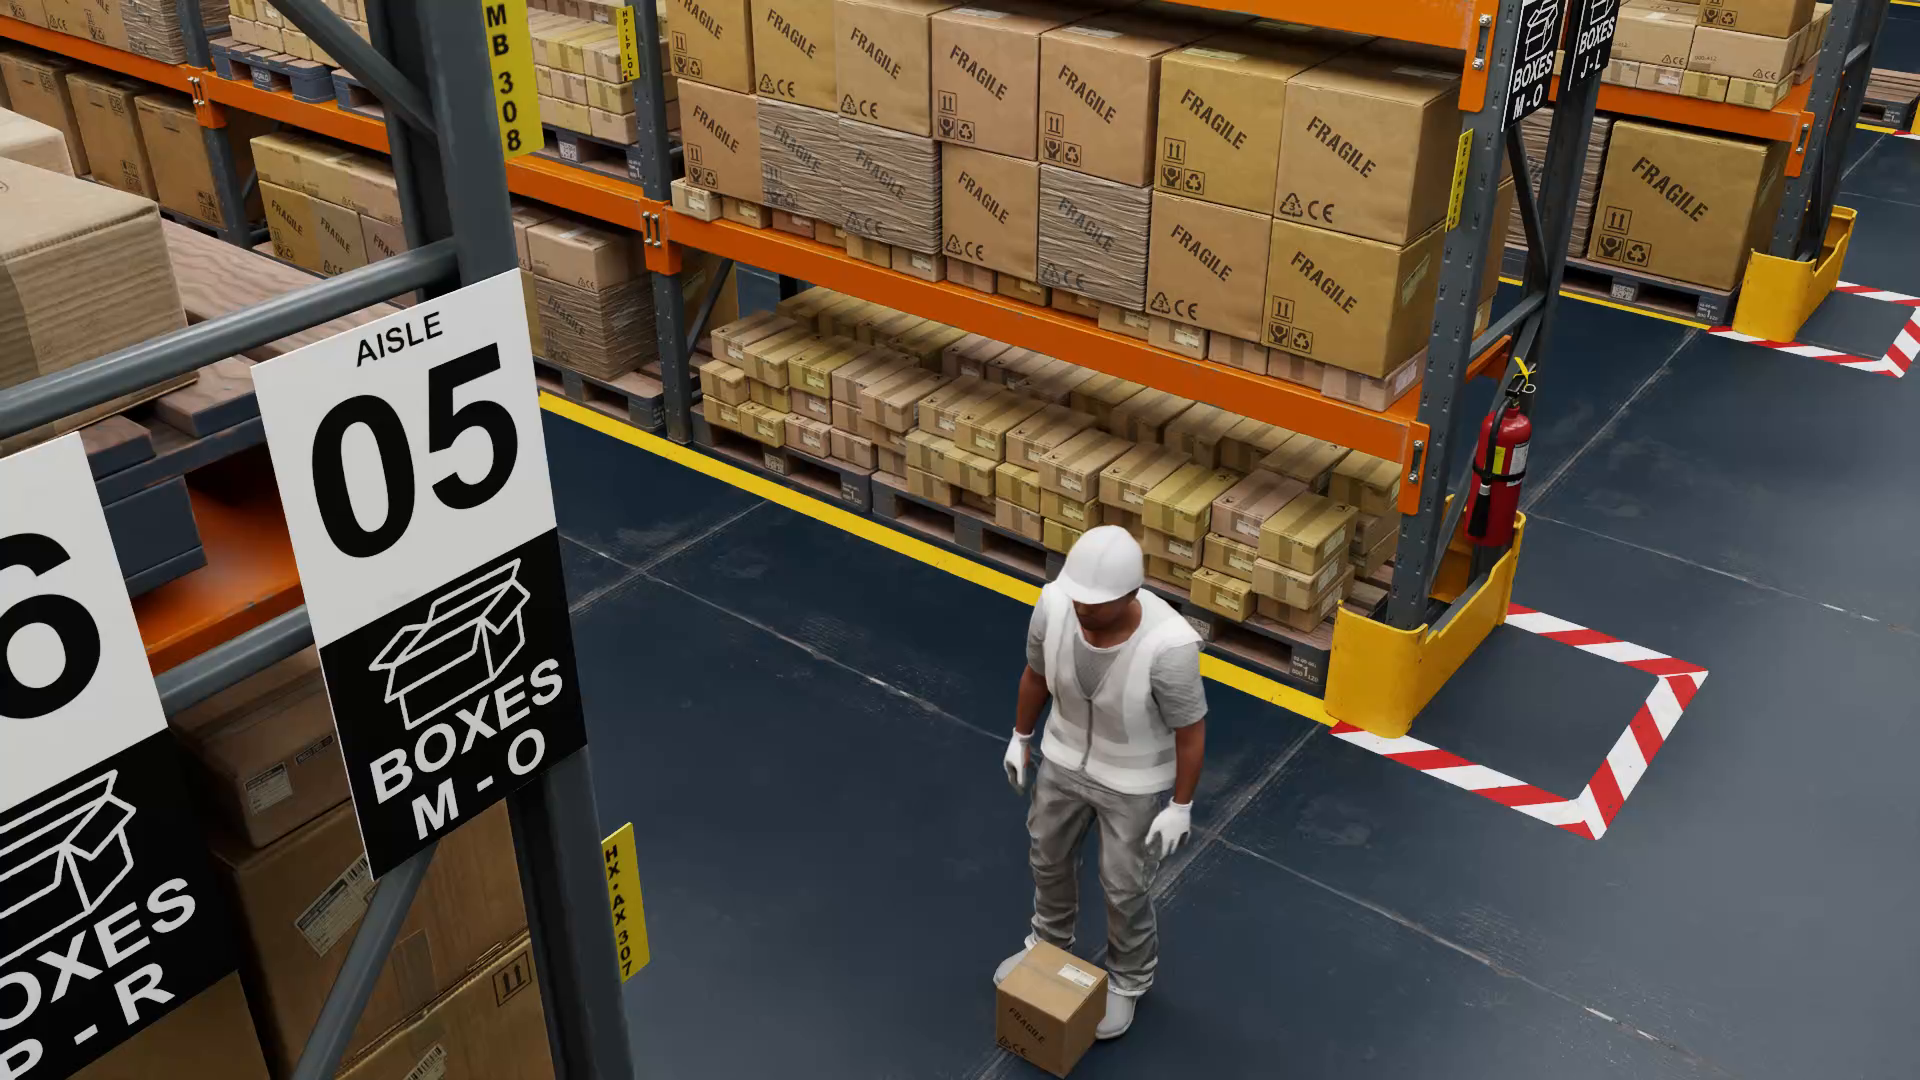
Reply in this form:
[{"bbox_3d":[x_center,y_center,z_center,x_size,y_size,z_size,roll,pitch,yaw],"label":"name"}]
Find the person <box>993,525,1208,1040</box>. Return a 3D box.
[{"bbox_3d":[0.412,0.703,4.933,0.624,1.774,0.454,21,36,31],"label":"person"}]
